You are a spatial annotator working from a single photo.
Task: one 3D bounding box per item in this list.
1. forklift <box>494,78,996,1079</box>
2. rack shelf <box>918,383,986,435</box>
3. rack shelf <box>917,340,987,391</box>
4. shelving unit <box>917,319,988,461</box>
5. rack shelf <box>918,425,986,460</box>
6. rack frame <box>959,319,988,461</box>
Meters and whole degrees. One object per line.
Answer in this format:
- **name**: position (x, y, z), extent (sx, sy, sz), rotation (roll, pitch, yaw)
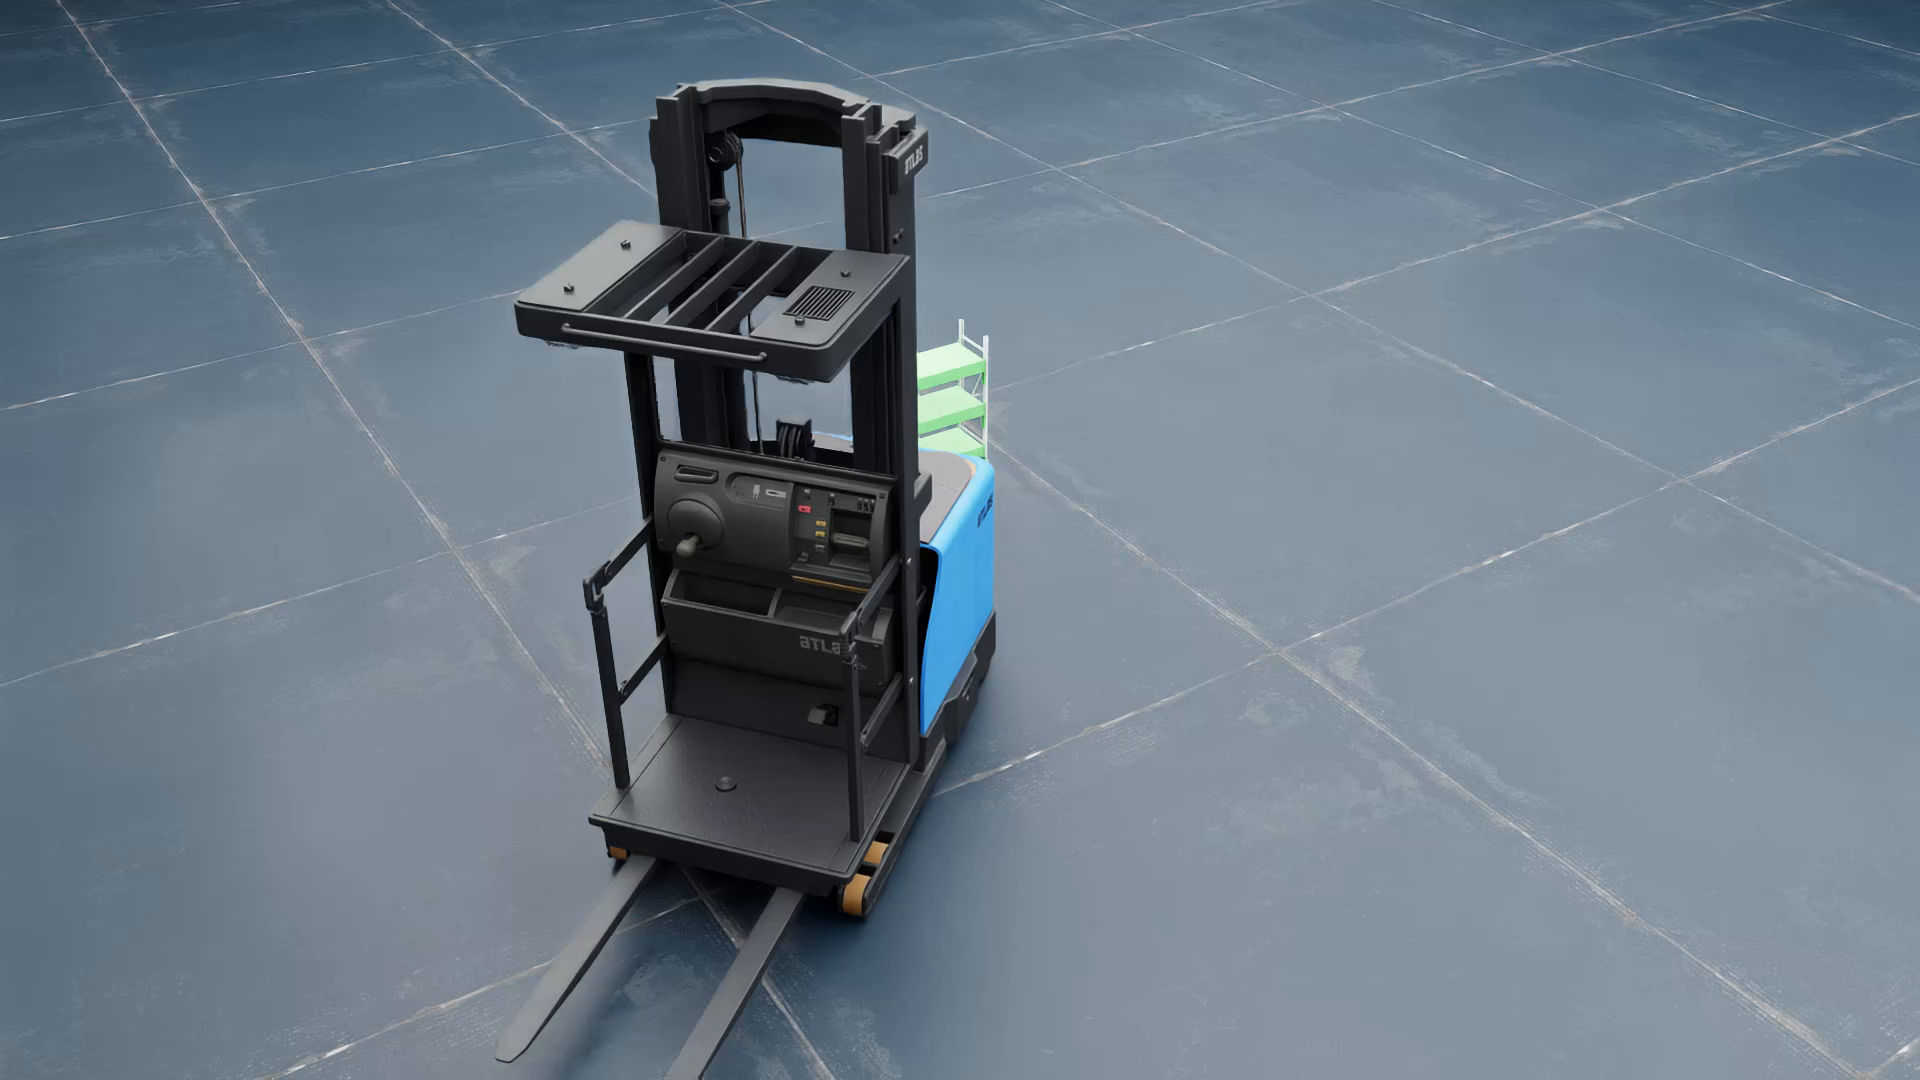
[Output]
- **forklift**: position (-0.775, -0.025, 6.042), extent (1.130, 2.935, 3.031), rotation (10, 34, 15)
- **rack shelf**: position (-0.139, -0.609, 8.260), extent (0.480, 0.148, 0.258), rotation (-19, 37, -27)
- **rack shelf**: position (-0.139, -0.812, 8.132), extent (0.480, 0.148, 0.258), rotation (-19, 37, -27)
- **shelving unit**: position (-0.139, -0.460, 8.354), extent (0.503, 1.200, 0.258), rotation (-19, 37, -27)
- **rack shelf**: position (-0.139, -0.406, 8.388), extent (0.480, 0.148, 0.258), rotation (-19, 37, -27)
- **rack frame**: position (0.066, -0.530, 8.466), extent (0.015, 1.200, 0.240), rotation (-19, 37, -27)
